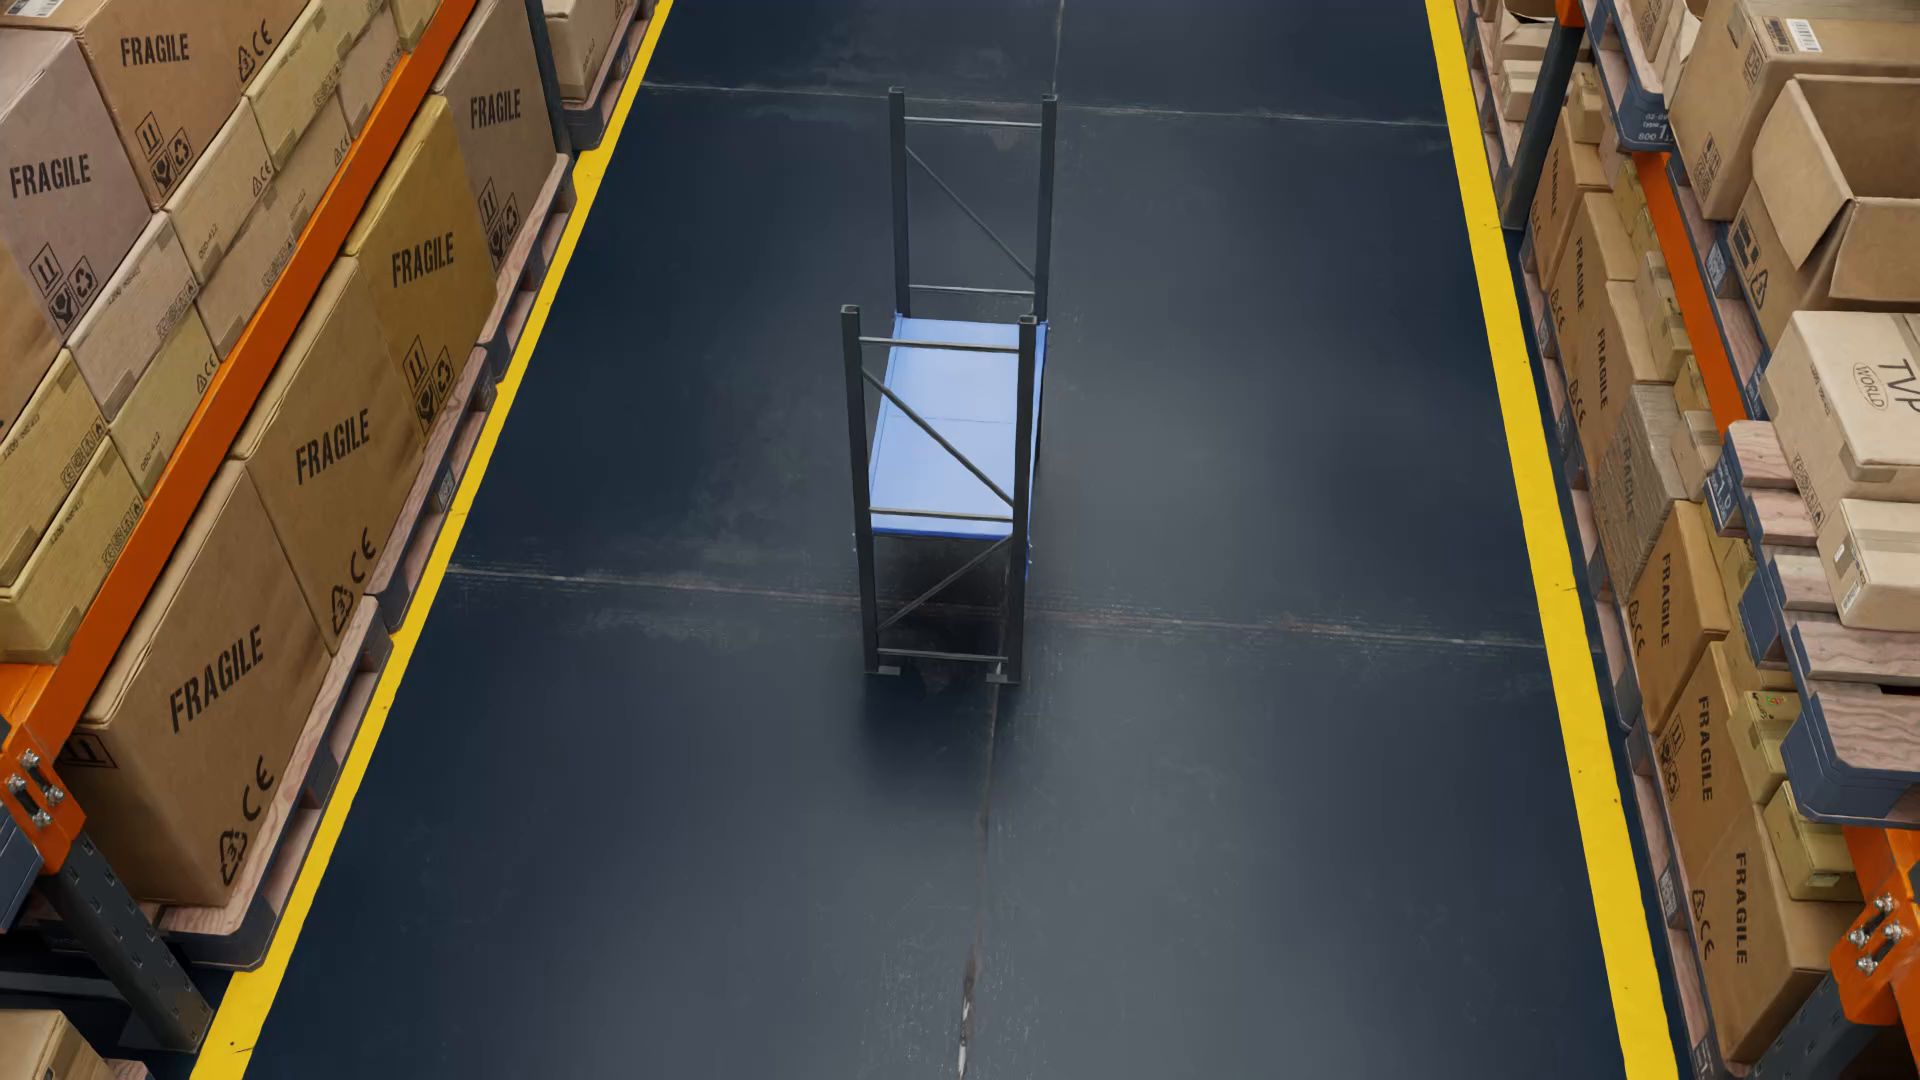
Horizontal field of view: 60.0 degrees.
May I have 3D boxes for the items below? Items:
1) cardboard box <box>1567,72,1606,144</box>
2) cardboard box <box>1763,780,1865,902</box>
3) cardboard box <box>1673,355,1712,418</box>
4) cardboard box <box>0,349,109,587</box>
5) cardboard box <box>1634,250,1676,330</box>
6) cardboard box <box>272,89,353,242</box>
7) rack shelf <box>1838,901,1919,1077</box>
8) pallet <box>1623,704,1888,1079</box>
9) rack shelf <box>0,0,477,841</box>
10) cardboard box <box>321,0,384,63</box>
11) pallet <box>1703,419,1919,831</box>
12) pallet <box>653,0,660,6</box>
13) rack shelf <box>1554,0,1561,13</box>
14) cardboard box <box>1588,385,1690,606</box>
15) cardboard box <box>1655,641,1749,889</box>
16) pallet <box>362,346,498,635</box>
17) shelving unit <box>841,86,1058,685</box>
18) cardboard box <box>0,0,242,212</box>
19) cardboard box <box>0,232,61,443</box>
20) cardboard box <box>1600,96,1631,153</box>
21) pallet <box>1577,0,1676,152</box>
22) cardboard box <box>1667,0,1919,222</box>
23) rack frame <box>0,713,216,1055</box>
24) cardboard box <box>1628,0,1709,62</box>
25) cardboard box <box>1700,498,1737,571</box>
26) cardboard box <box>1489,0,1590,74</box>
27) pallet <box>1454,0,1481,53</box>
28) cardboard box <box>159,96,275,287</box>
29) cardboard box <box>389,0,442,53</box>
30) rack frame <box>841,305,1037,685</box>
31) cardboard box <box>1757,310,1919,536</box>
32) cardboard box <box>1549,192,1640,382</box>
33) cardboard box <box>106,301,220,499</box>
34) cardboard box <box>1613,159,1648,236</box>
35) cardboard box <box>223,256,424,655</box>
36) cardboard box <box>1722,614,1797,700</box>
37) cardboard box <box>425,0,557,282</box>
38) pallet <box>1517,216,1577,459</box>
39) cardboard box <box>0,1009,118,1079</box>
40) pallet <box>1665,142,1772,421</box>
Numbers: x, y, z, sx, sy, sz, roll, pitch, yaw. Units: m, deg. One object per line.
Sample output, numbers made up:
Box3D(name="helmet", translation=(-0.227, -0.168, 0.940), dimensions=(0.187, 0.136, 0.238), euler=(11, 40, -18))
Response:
Box3D(name="cardboard box", translation=(2.464, -1.583, 6.135), dimensions=(0.380, 0.149, 0.250), euler=(6, 48, 5))
Box3D(name="cardboard box", translation=(2.190, 0.730, 4.019), dimensions=(0.380, 0.149, 0.250), euler=(2, 48, 2))
Box3D(name="cardboard box", translation=(2.412, -0.419, 5.071), dimensions=(0.380, 0.149, 0.250), euler=(4, 48, 4))
Box3D(name="cardboard box", translation=(-2.254, -0.178, 3.643), dimensions=(0.500, 0.250, 0.500), euler=(4, 48, 3))
Box3D(name="cardboard box", translation=(2.432, -0.802, 5.420), dimensions=(0.380, 0.149, 0.250), euler=(4, 48, 3))
Box3D(name="cardboard box", translation=(-2.127, -1.122, 4.845), dimensions=(0.500, 0.250, 0.500), euler=(4, 48, 4))
Box3D(name="rack shelf", translation=(2.215, 2.340, 2.065), dimensions=(1.077, 0.370, 4.000), euler=(4, 48, 4))
Box3D(name="pallet", translation=(2.503, 1.022, 4.672), dimensions=(1.003, 0.211, 1.213), euler=(4, 48, 4))
Box3D(name="rack shelf", translation=(-2.364, -0.931, 5.056), dimensions=(1.077, 0.370, 4.000), euler=(4, 48, 4))
Box3D(name="cardboard box", translation=(-2.059, -1.672, 5.009), dimensions=(0.500, 0.250, 0.500), euler=(5, 48, 4))
Box3D(name="pallet", translation=(2.389, 0.189, 3.674), dimensions=(1.213, 0.211, 1.003), euler=(4, 48, 4))
Box3D(name="pallet", translation=(-1.926, -3.154, 8.492), dimensions=(1.003, 0.211, 1.213), euler=(4, 48, 4))
Box3D(name="rack shelf", translation=(2.944, -3.539, 7.442), dimensions=(1.077, 0.370, 4.000), euler=(4, 48, 4))
Box3D(name="cardboard box", translation=(2.351, -0.131, 5.246), dimensions=(0.500, 0.500, 0.500), euler=(2, 48, 2))
Box3D(name="cardboard box", translation=(2.277, 0.637, 4.544), dimensions=(0.500, 0.500, 0.500), euler=(3, 48, 3))
Box3D(name="pallet", translation=(-2.286, -0.231, 5.818), dimensions=(1.003, 0.211, 1.213), euler=(4, 48, 4))
Box3D(name="shelving unit", translation=(-0.008, -0.443, 5.139), dimensions=(0.538, 1.500, 1.048), euler=(4, 48, 4))
Box3D(name="cardboard box", translation=(-2.160, -1.165, 4.038), dimensions=(0.500, 0.500, 0.500), euler=(5, 48, 5))
Box3D(name="cardboard box", translation=(-2.258, -0.421, 3.357), dimensions=(0.500, 0.500, 0.500), euler=(2, 48, 2))
Box3D(name="cardboard box", translation=(2.488, -1.490, 5.848), dimensions=(0.380, 0.149, 0.250), euler=(2, 48, 2))
Box3D(name="pallet", translation=(2.580, -1.667, 5.372), dimensions=(1.003, 0.211, 1.213), euler=(4, 48, 4))
Box3D(name="cardboard box", translation=(2.376, -1.190, 4.453), dimensions=(0.700, 0.500, 0.500), euler=(4, 48, 3))
Box3D(name="rack frame", translation=(-2.546, 0.296, 3.446), dimensions=(1.000, 3.000, 0.127), euler=(4, 48, 4))
Box3D(name="cardboard box", translation=(2.447, -1.767, 4.981), dimensions=(0.700, 0.500, 0.500), euler=(4, 48, 4))
Box3D(name="cardboard box", translation=(2.343, -0.037, 4.721), dimensions=(0.380, 0.149, 0.250), euler=(3, 48, 3))
Box3D(name="cardboard box", translation=(2.552, -2.223, 7.318), dimensions=(0.396, 0.266, 0.258), euler=(5, 48, 5))
Box3D(name="pallet", translation=(2.934, -2.774, 8.145), dimensions=(1.003, 0.211, 1.213), euler=(4, 48, 4))
Box3D(name="cardboard box", translation=(-2.148, -0.923, 4.324), dimensions=(0.500, 0.250, 0.500), euler=(4, 48, 3))
Box3D(name="cardboard box", translation=(-2.019, -1.872, 5.531), dimensions=(0.500, 0.250, 0.500), euler=(3, 48, 3))
Box3D(name="rack frame", translation=(-0.054, -0.070, 4.798), dimensions=(0.500, 1.500, 0.032), euler=(4, 48, 4))
Box3D(name="cardboard box", translation=(2.171, -0.261, 3.773), dimensions=(0.500, 0.250, 0.500), euler=(2, 48, 2))
Box3D(name="cardboard box", translation=(2.455, -0.878, 5.930), dimensions=(0.500, 0.500, 0.500), euler=(3, 48, 3))
Box3D(name="cardboard box", translation=(-2.222, -0.374, 4.161), dimensions=(0.500, 0.250, 0.500), euler=(3, 48, 2))
Box3D(name="cardboard box", translation=(2.504, -1.185, 5.771), dimensions=(0.380, 0.149, 0.250), euler=(2, 48, 2))
Box3D(name="cardboard box", translation=(-2.315, -0.286, 5.134), dimensions=(0.875, 0.875, 0.875), euler=(4, 48, 4))
Box3D(name="cardboard box", translation=(2.252, 0.337, 4.379), dimensions=(0.380, 0.149, 0.250), euler=(2, 48, 2))
Box3D(name="cardboard box", translation=(-2.159, -1.607, 6.342), dimensions=(0.875, 0.875, 0.875), euler=(5, 48, 5))
Box3D(name="pallet", translation=(2.725, -0.771, 6.312), dimensions=(1.003, 0.211, 1.213), euler=(4, 48, 4))
Box3D(name="cardboard box", translation=(-2.608, 1.456, 3.882), dimensions=(0.950, 0.372, 0.625), euler=(1, 48, 1))
Box3D(name="pallet", translation=(2.570, -0.737, 4.522), dimensions=(1.003, 0.211, 1.213), euler=(4, 48, 4))
